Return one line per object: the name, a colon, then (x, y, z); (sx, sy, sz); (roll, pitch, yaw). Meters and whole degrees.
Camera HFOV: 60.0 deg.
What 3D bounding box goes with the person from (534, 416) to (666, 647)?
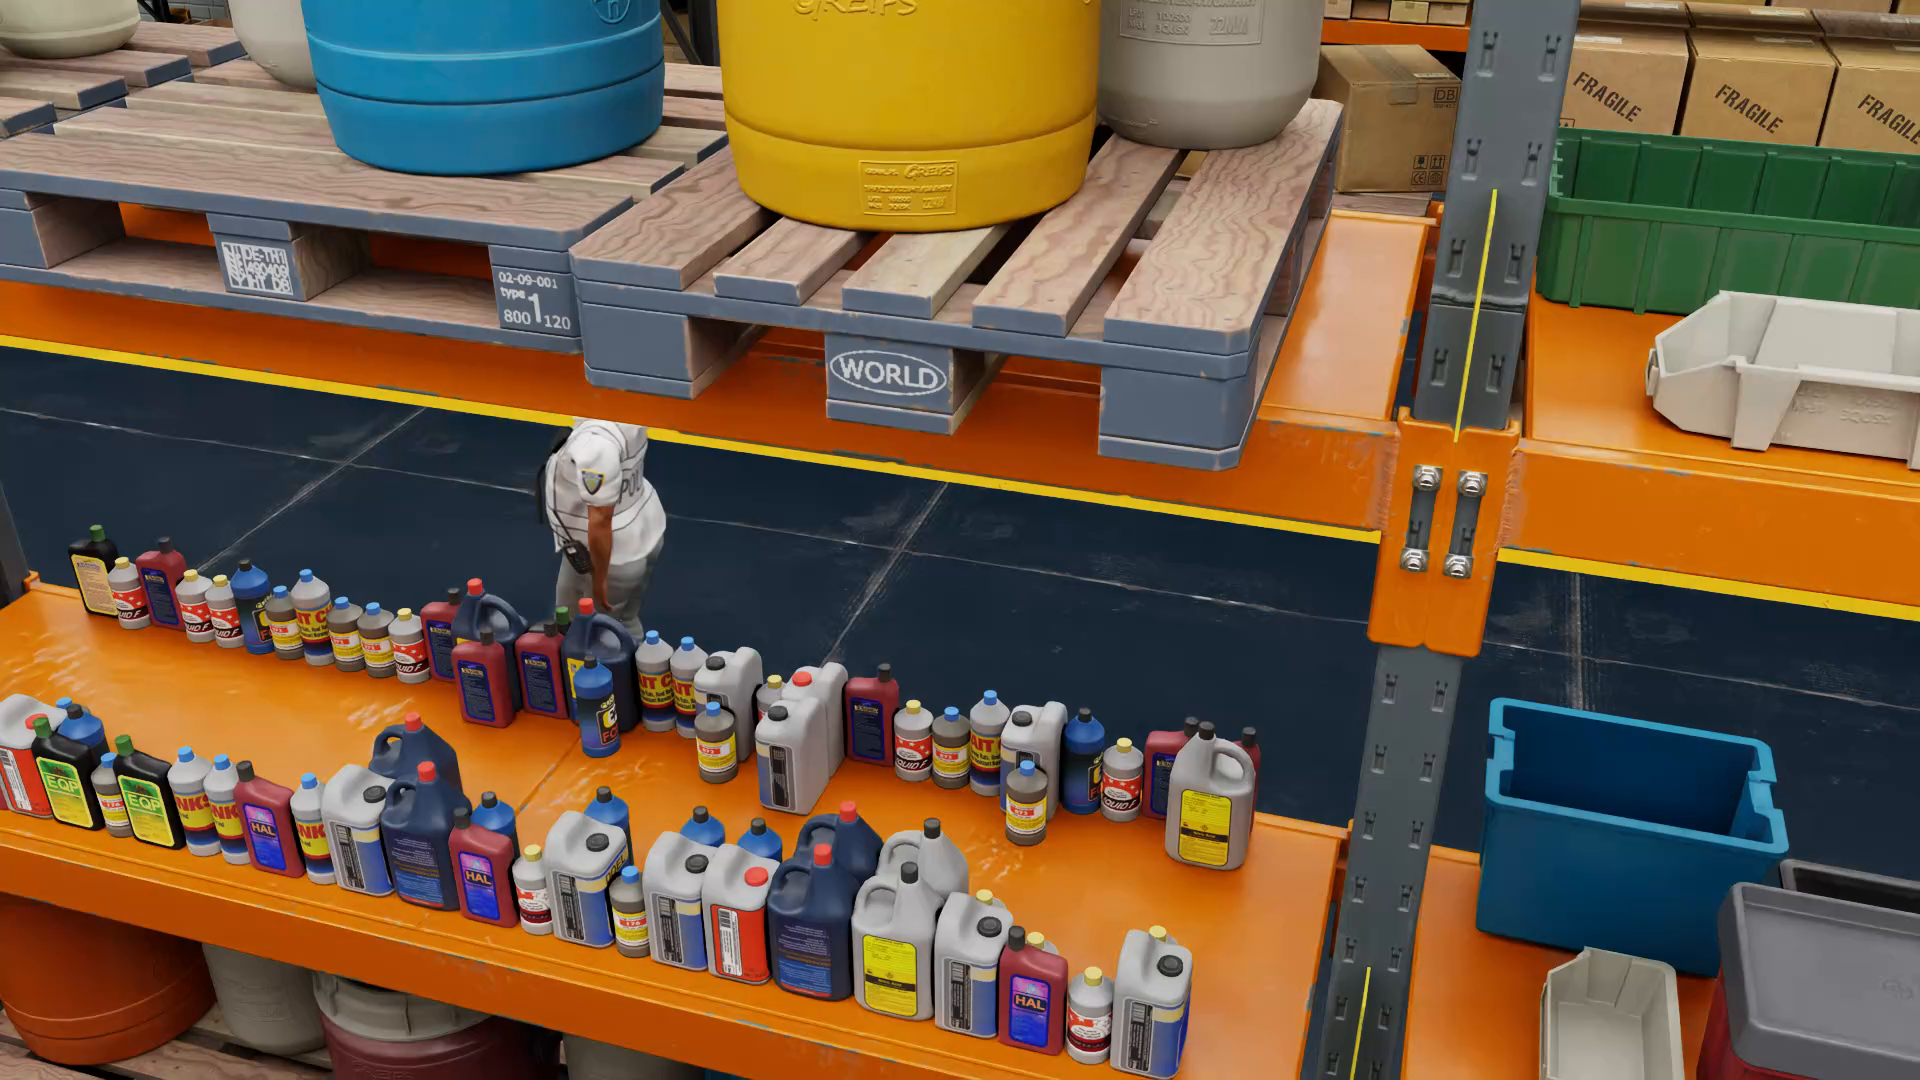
person: (-1.327, 0.055, 6.054); (0.500, 1.723, 0.513); (5, 30, 9)
